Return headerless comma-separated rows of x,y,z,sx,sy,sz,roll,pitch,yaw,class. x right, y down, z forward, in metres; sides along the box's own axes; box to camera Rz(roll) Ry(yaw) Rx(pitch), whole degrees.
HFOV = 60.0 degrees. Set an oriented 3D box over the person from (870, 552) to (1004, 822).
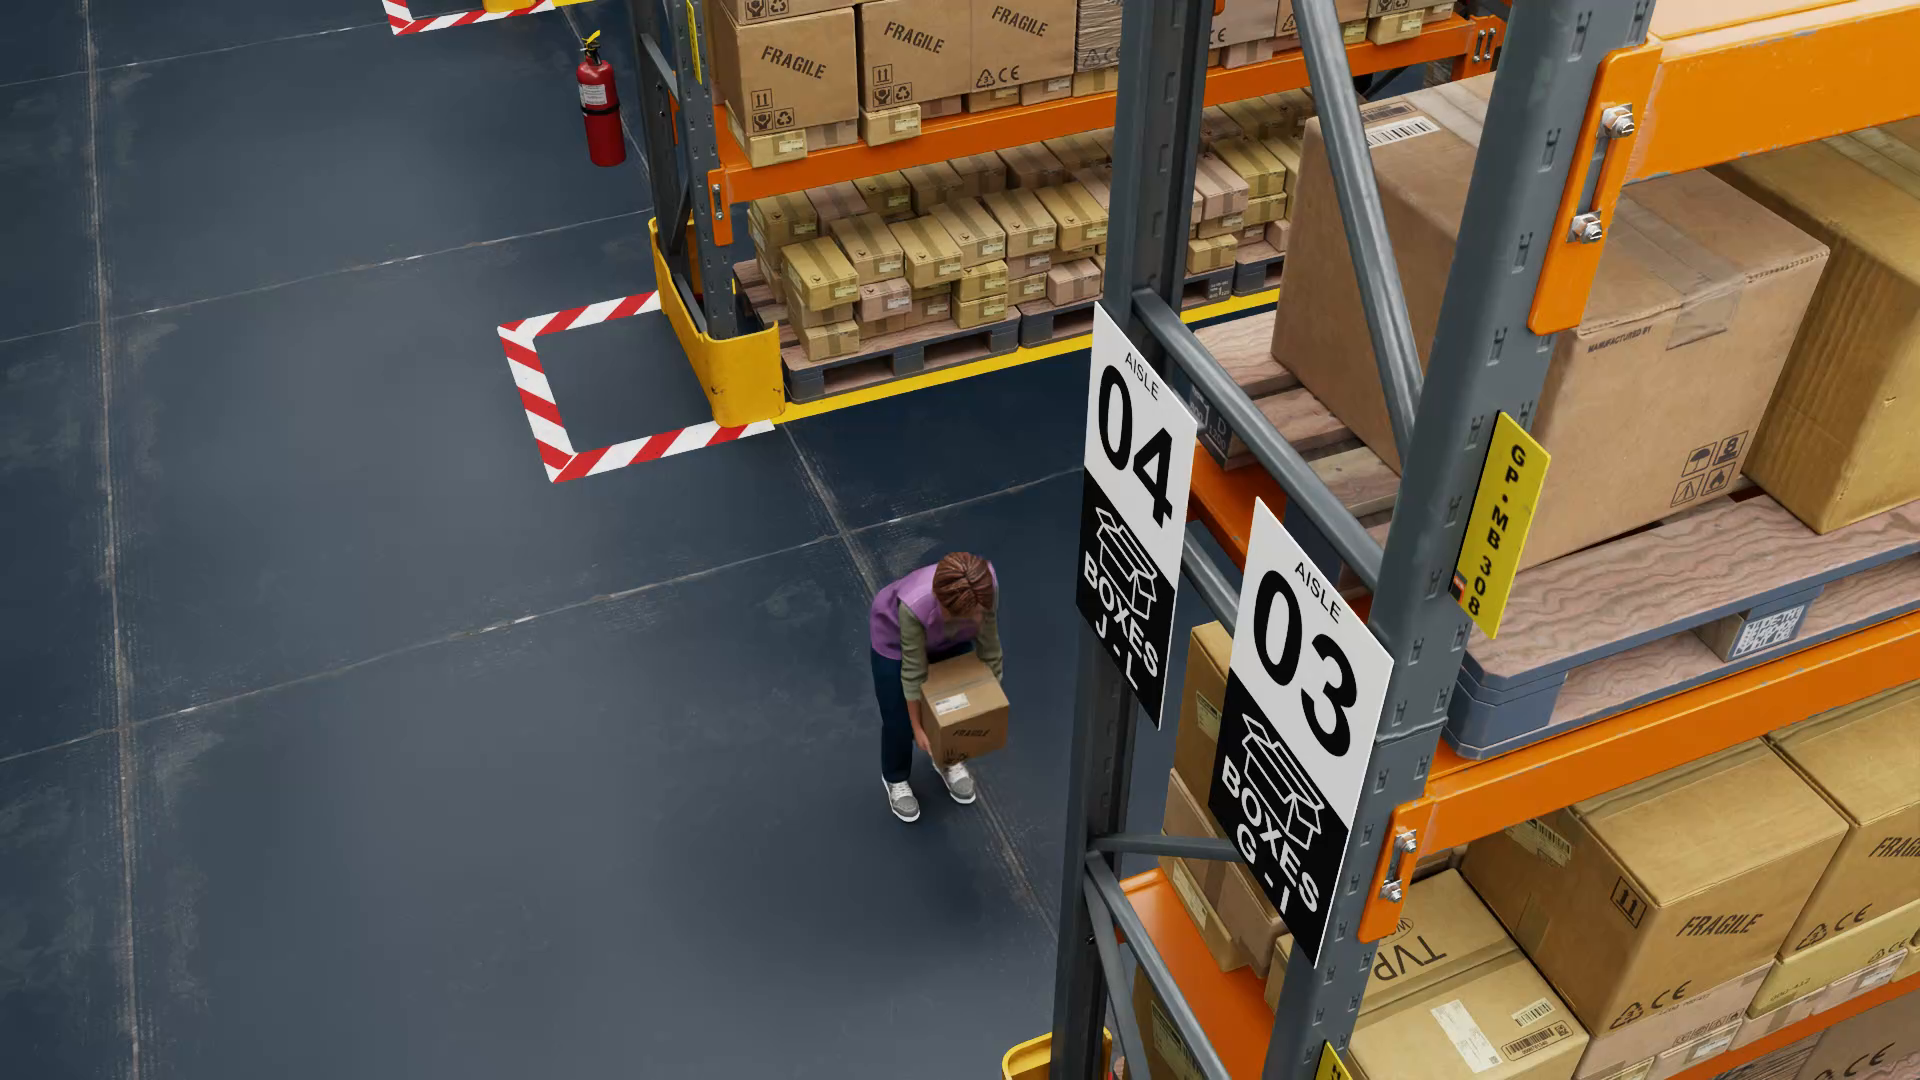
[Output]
-0.077,0.482,5.757,0.380,1.444,0.646,-16,45,-17,person
